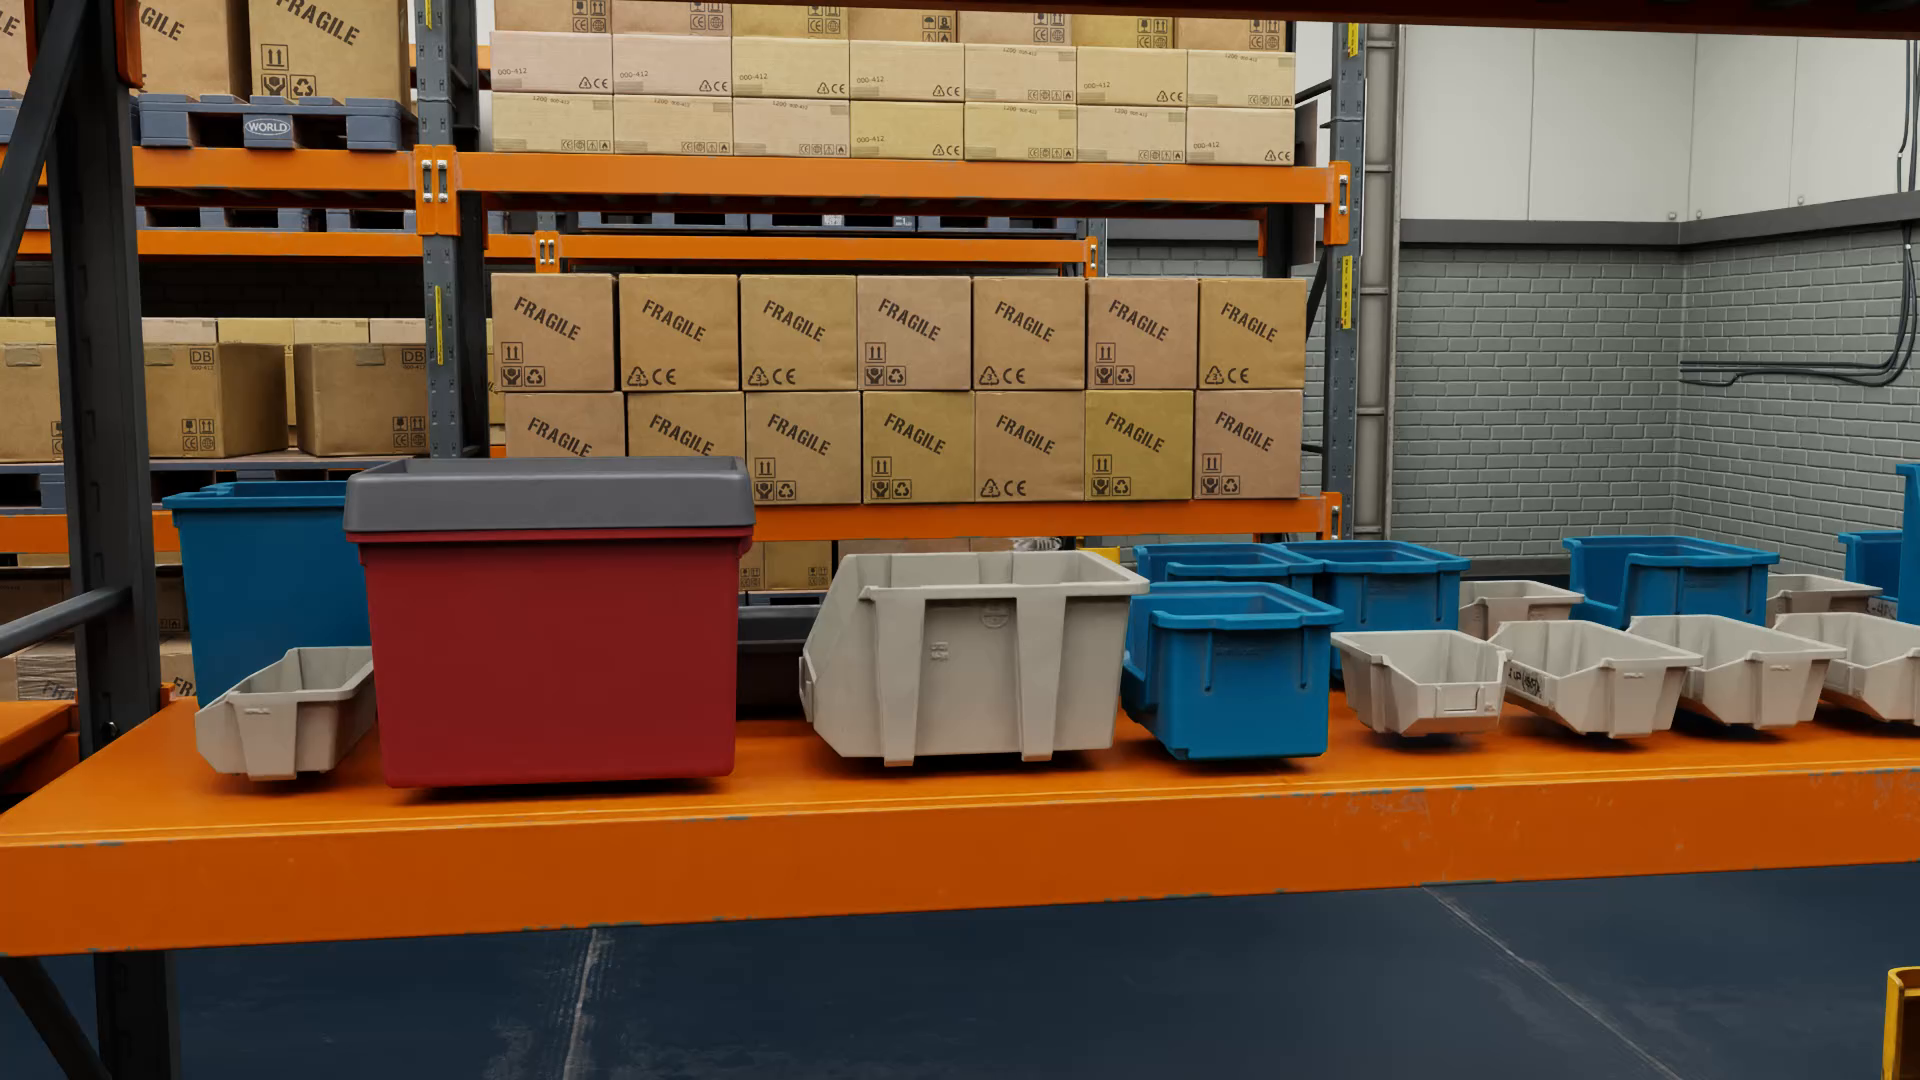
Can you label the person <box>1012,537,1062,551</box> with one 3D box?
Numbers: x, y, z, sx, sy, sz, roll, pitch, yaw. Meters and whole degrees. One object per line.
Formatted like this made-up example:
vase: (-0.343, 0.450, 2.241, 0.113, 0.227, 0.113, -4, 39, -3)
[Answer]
person: (0.544, -0.081, 10.246, 0.624, 1.782, 0.579, 1, 6, 5)
